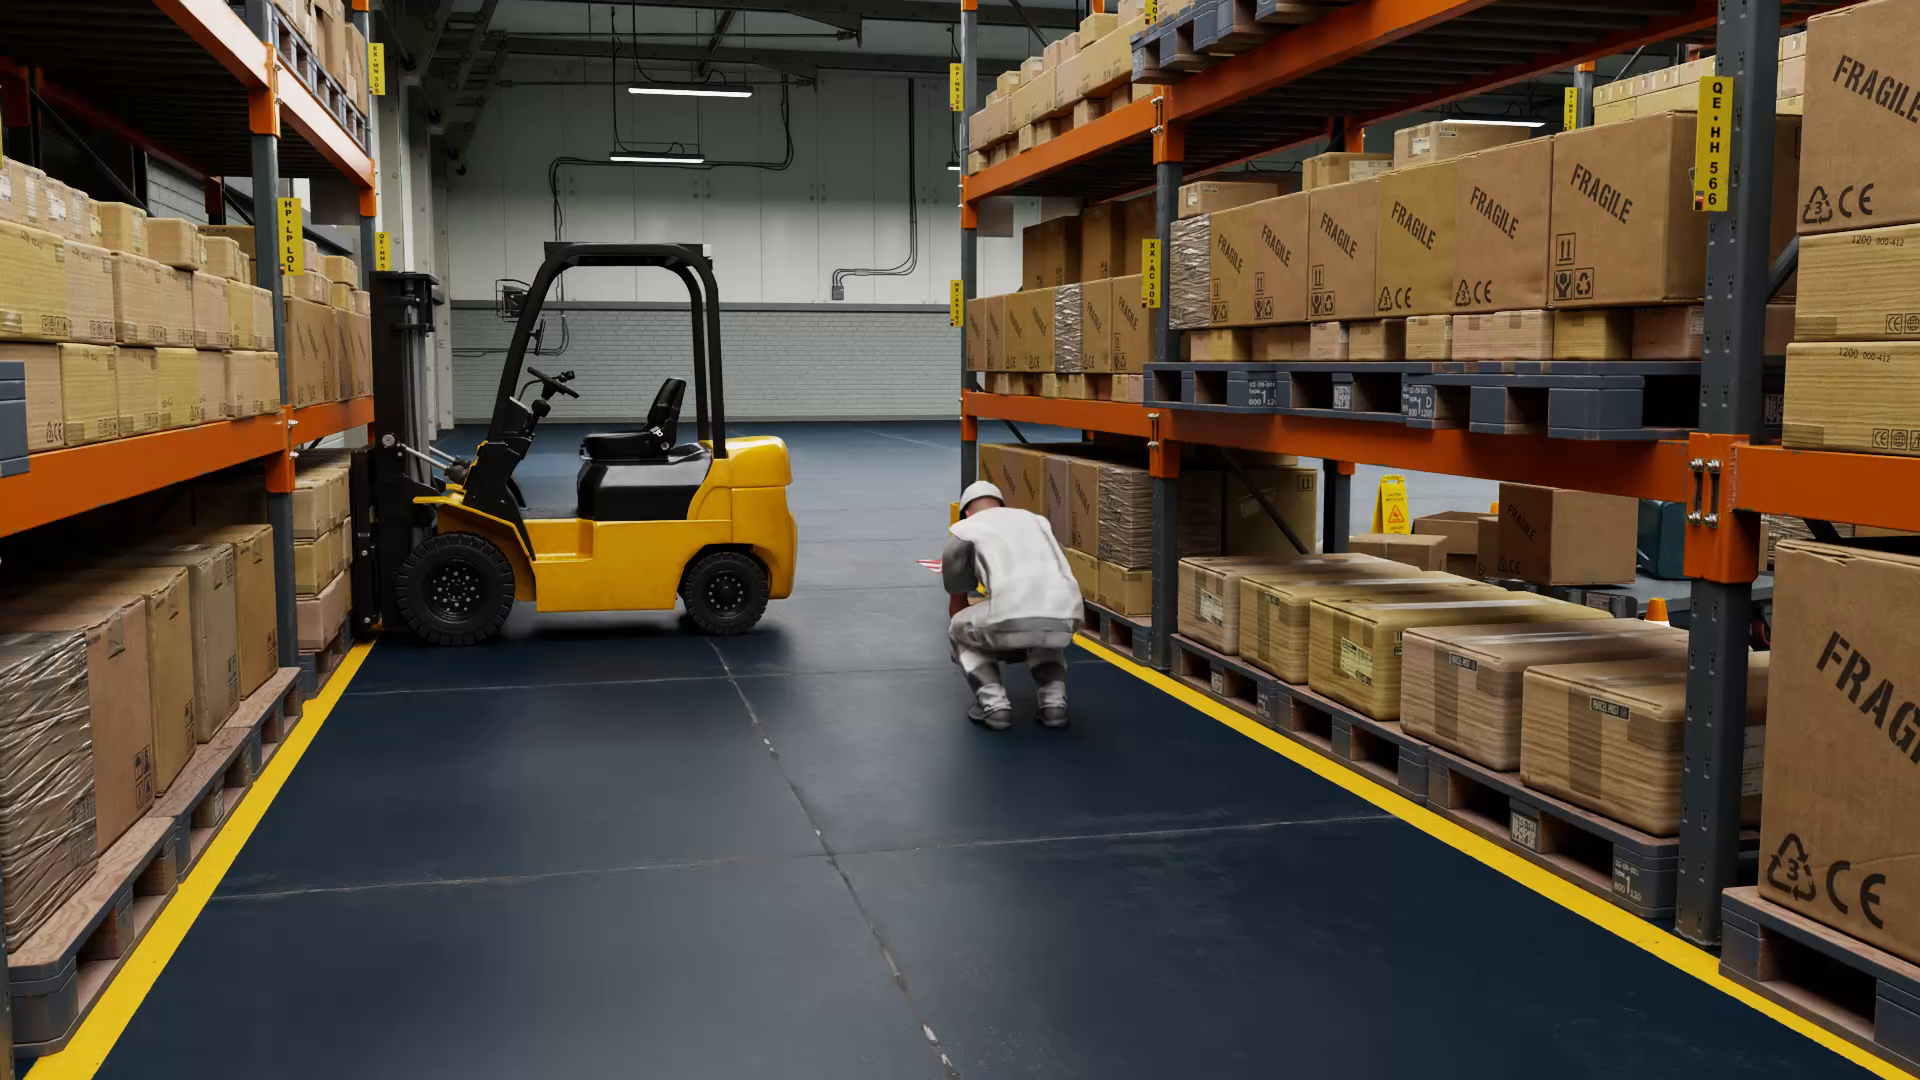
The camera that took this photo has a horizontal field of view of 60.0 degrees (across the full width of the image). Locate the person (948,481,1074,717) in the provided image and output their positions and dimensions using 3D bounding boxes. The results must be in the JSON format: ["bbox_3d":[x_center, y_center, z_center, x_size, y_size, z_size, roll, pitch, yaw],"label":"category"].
[{"bbox_3d":[7.608,-1.598,24.663,23.978,0.991,31.142,-2,6,-15],"label":"person"}]
